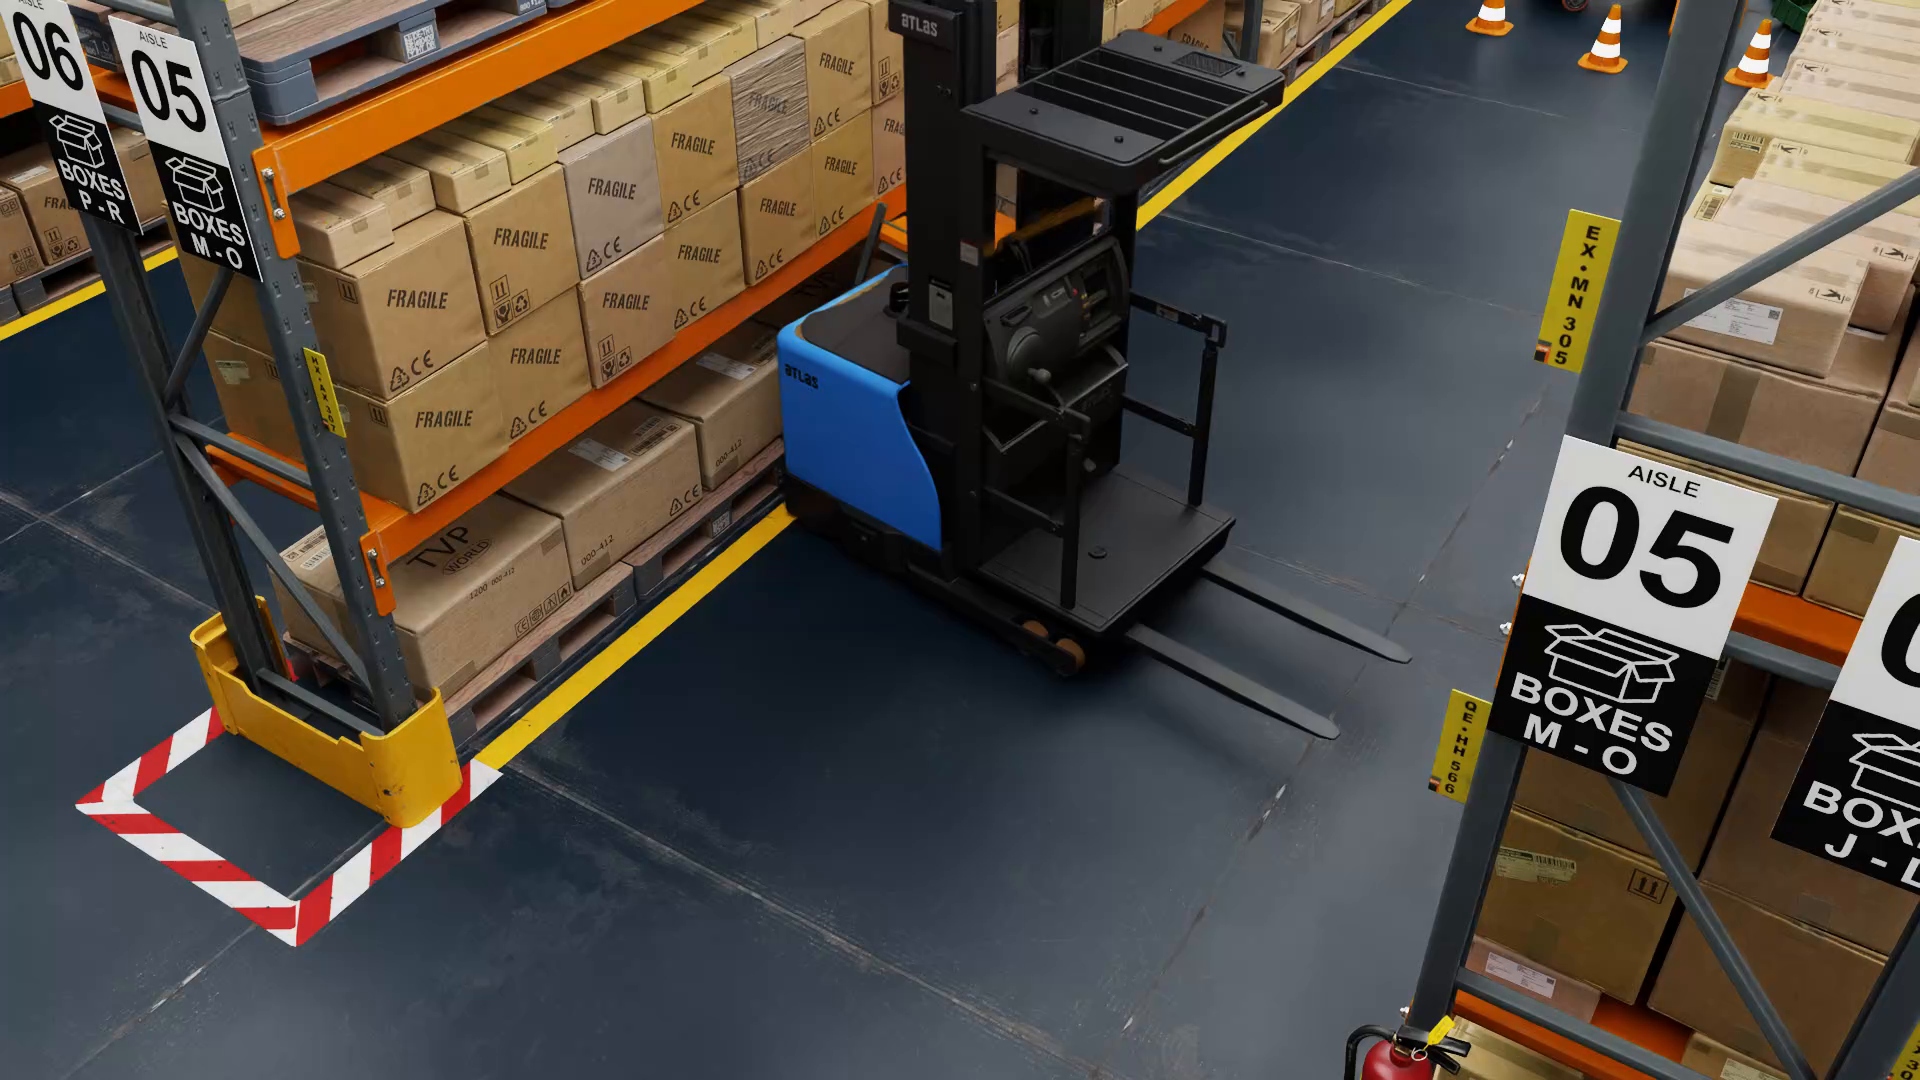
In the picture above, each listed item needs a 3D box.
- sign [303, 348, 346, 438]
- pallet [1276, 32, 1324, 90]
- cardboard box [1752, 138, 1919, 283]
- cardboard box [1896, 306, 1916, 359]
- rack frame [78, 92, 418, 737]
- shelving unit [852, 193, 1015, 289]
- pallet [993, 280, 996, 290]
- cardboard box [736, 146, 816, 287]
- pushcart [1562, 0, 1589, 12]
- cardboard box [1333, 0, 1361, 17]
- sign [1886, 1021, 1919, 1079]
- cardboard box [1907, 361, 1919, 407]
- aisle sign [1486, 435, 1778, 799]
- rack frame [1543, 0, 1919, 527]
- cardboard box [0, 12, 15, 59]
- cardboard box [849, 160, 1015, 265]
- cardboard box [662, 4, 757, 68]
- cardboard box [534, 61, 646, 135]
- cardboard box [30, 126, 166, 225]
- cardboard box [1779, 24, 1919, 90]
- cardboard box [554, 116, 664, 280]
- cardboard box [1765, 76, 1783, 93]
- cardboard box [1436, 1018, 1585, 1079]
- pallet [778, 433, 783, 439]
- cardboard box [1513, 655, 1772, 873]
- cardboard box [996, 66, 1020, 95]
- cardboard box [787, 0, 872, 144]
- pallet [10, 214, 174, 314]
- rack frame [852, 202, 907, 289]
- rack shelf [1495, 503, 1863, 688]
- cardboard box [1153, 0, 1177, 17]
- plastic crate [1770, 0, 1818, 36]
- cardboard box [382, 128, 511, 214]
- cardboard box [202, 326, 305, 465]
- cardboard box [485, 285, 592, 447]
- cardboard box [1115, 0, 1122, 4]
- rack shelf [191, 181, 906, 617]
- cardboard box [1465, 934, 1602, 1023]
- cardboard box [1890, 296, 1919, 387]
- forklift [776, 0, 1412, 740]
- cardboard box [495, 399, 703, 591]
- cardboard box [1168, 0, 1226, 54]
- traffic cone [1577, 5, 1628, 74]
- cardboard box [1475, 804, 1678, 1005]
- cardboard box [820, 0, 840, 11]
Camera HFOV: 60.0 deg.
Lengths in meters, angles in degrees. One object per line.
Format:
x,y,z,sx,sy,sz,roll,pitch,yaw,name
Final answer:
-2.139,-0.494,5.599,0.100,0.325,0.005,21,42,25,sign
2.102,-3.726,12.850,1.003,0.211,1.213,21,42,25,pallet
1.911,-0.717,3.592,0.380,0.149,0.250,20,42,24,cardboard box
2.637,-0.553,4.116,0.500,0.250,0.500,20,42,24,cardboard box
-2.604,-0.304,6.127,1.000,3.000,0.127,21,42,25,rack frame
-0.124,-1.253,8.739,0.538,1.125,1.048,29,31,15,shelving unit
-0.111,-1.684,10.201,1.003,0.211,1.213,21,42,25,pallet
-1.022,-1.552,7.664,0.500,0.500,0.500,21,42,24,cardboard box
5.777,-4.732,14.019,1.648,0.377,0.936,8,38,10,pushcart
2.793,-4.614,13.526,0.950,0.372,0.625,23,43,27,cardboard box
2.088,1.097,3.600,0.100,0.325,0.005,21,42,25,sign
1.996,-0.314,3.070,0.380,0.149,0.250,21,42,25,cardboard box
1.337,0.173,3.379,0.394,0.787,0.004,21,42,25,aisle sign
1.630,-1.113,2.263,1.000,3.000,0.127,21,42,25,rack frame
-5.532,-2.923,9.404,0.500,0.250,0.500,20,42,24,cardboard box
-0.196,-2.037,9.771,0.875,0.875,0.875,23,43,26,cardboard box
-1.096,-2.157,7.099,0.380,0.149,0.250,20,42,24,cardboard box
-1.473,-1.753,6.575,0.380,0.149,0.250,22,43,26,cardboard box
-5.343,-2.350,10.484,0.700,0.500,0.500,20,42,23,cardboard box
2.273,-1.139,4.140,0.380,0.149,0.250,22,43,26,cardboard box
-1.566,-1.431,6.688,0.500,0.500,0.500,21,42,25,cardboard box
2.211,-0.912,4.172,0.500,0.250,0.500,22,43,26,cardboard box
1.699,1.634,5.117,0.380,0.149,0.250,22,43,26,cardboard box
-0.934,-0.895,9.178,1.003,0.211,1.213,21,42,25,pallet
1.665,0.392,4.079,0.500,0.500,0.500,20,42,24,cardboard box
-0.002,-2.447,9.030,0.500,0.250,0.500,20,42,24,cardboard box
-0.759,-2.209,7.698,0.500,0.500,0.500,21,42,24,cardboard box
-5.676,-1.898,10.479,1.003,0.211,1.213,21,42,25,pallet
-0.347,-1.073,8.319,0.500,1.125,0.032,29,31,15,rack frame
2.701,-0.671,4.736,1.077,0.370,4.000,21,42,25,rack shelf
1.087,-3.500,10.396,0.500,0.250,0.500,21,42,25,cardboard box
7.046,-4.351,13.632,0.662,0.188,0.450,-18,51,-22,plastic crate
-1.864,-1.344,6.044,0.380,0.149,0.250,23,43,26,cardboard box
-2.569,-0.679,6.532,0.500,0.500,0.500,21,42,25,cardboard box
-1.857,-0.767,6.646,0.500,0.500,0.500,21,42,25,cardboard box
0.830,-3.430,9.896,0.500,0.250,0.500,20,42,24,cardboard box
-1.532,-1.050,7.684,1.077,0.370,4.000,21,42,25,rack shelf
1.566,1.102,4.509,0.380,0.149,0.250,21,42,25,cardboard box
2.363,-0.474,3.605,0.500,0.250,0.500,21,42,25,cardboard box
0.581,-0.921,6.984,3.031,2.935,1.130,27,45,31,forklift
-1.852,-0.303,7.881,0.875,0.438,0.875,22,43,26,cardboard box
1.242,-3.424,11.571,0.875,0.875,0.875,21,42,25,cardboard box
5.032,-3.912,12.885,0.336,0.463,0.334,21,42,25,traffic cone
1.653,0.790,4.383,0.500,0.500,0.500,22,43,26,cardboard box
-0.732,-2.570,7.634,0.380,0.149,0.250,21,42,25,cardboard box
